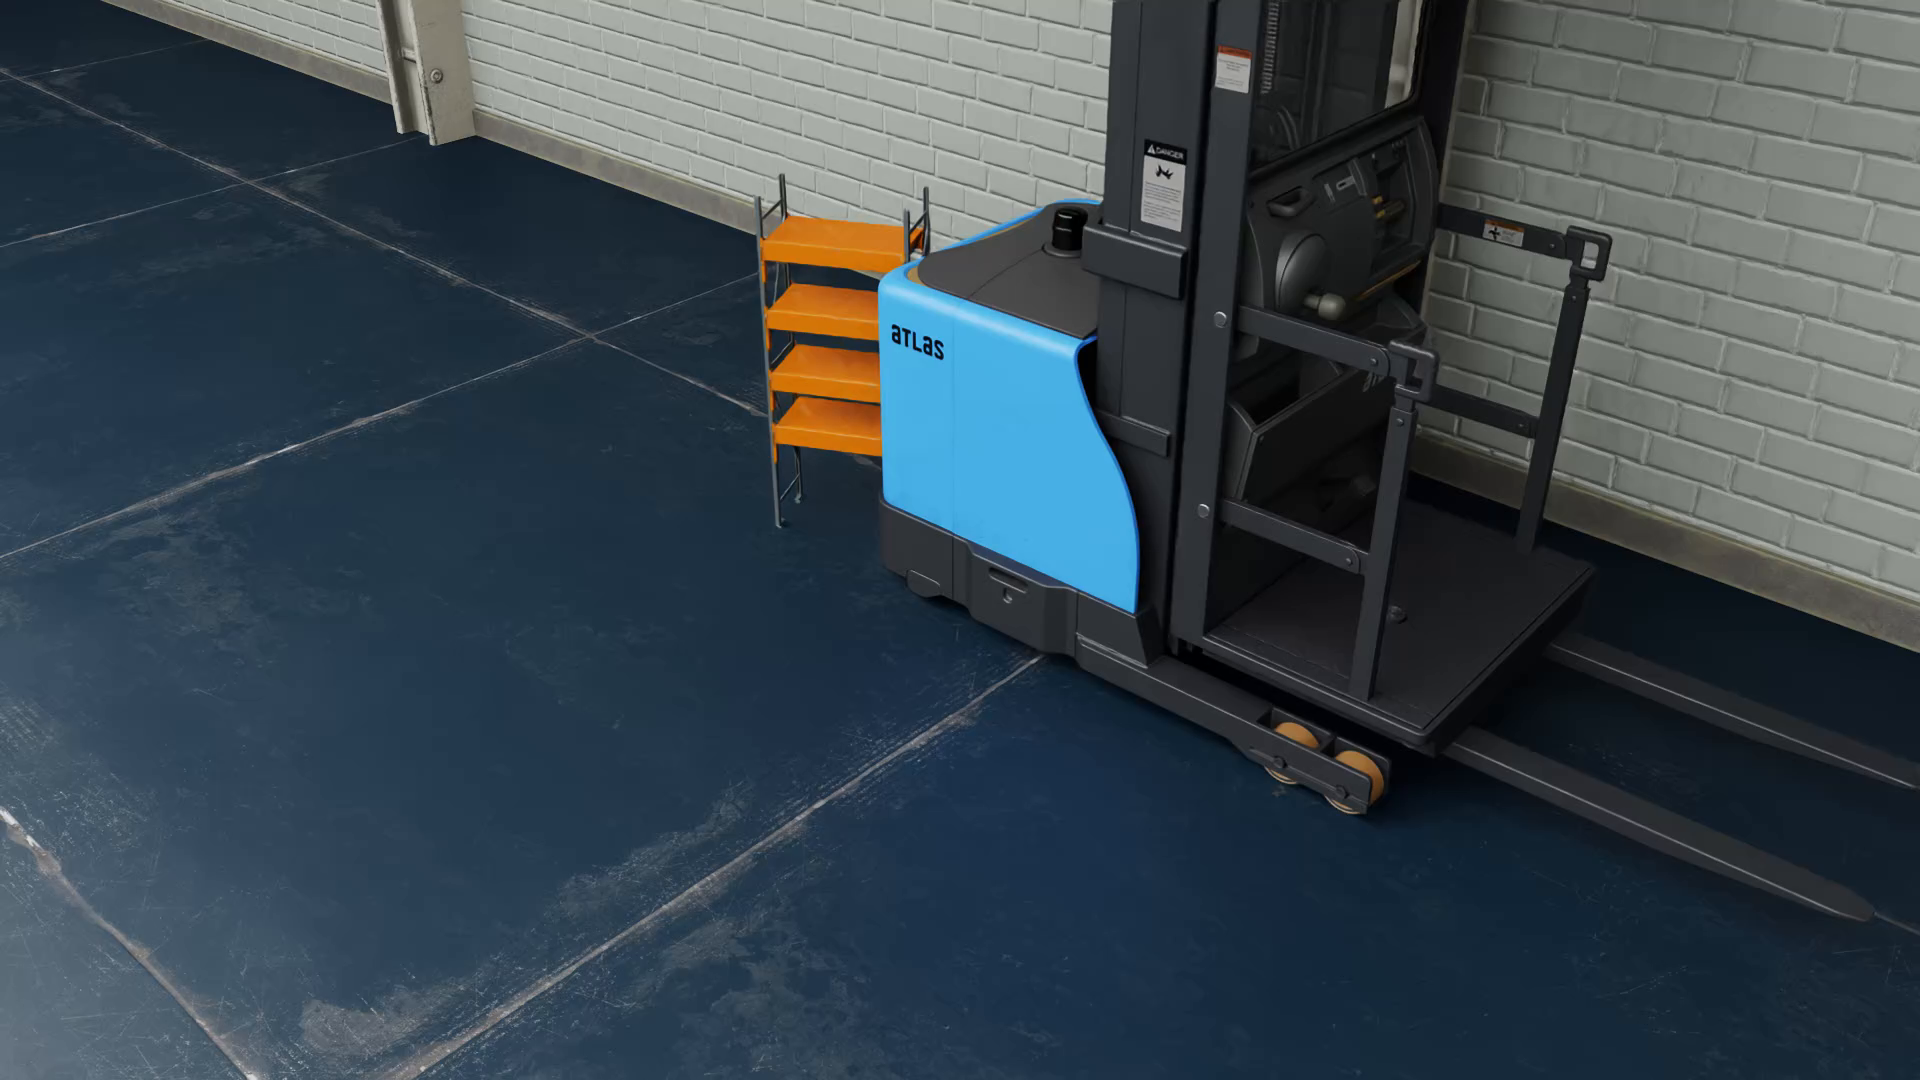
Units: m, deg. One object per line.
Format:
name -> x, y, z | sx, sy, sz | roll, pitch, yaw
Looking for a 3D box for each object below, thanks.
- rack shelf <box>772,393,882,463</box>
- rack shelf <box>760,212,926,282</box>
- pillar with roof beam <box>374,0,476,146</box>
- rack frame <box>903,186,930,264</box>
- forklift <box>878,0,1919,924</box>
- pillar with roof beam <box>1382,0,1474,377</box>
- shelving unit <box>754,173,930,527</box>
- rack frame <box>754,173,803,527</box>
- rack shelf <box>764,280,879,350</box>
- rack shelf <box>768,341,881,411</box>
rack shelf -> -0.371, -0.358, 5.696 | 0.480, 0.148, 0.258 | 8, 32, 13
rack shelf -> -0.371, -0.922, 5.357 | 0.480, 0.148, 0.258 | 8, 32, 13
pillar with roof beam -> -5.928, -4.585, 4.641 | 0.400, 9.000, 9.100 | 25, 39, 35
rack frame -> -0.136, -0.553, 5.505 | 0.015, 1.200, 0.240 | 8, 32, 13
forklift -> 1.178, -0.821, 4.272 | 3.031, 2.935, 1.130 | 24, 39, 34
pillar with roof beam -> -1.479, -2.509, 1.192 | 0.400, 9.000, 9.100 | 25, 39, 35
shelving unit -> -0.371, -0.586, 5.559 | 0.503, 1.200, 0.258 | 8, 32, 13
rack frame -> -0.607, -0.618, 5.614 | 0.015, 1.200, 0.240 | 8, 32, 13
rack shelf -> -0.371, -0.720, 5.479 | 0.480, 0.148, 0.258 | 8, 32, 13
rack shelf -> -0.371, -0.528, 5.594 | 0.480, 0.148, 0.258 | 8, 32, 13
